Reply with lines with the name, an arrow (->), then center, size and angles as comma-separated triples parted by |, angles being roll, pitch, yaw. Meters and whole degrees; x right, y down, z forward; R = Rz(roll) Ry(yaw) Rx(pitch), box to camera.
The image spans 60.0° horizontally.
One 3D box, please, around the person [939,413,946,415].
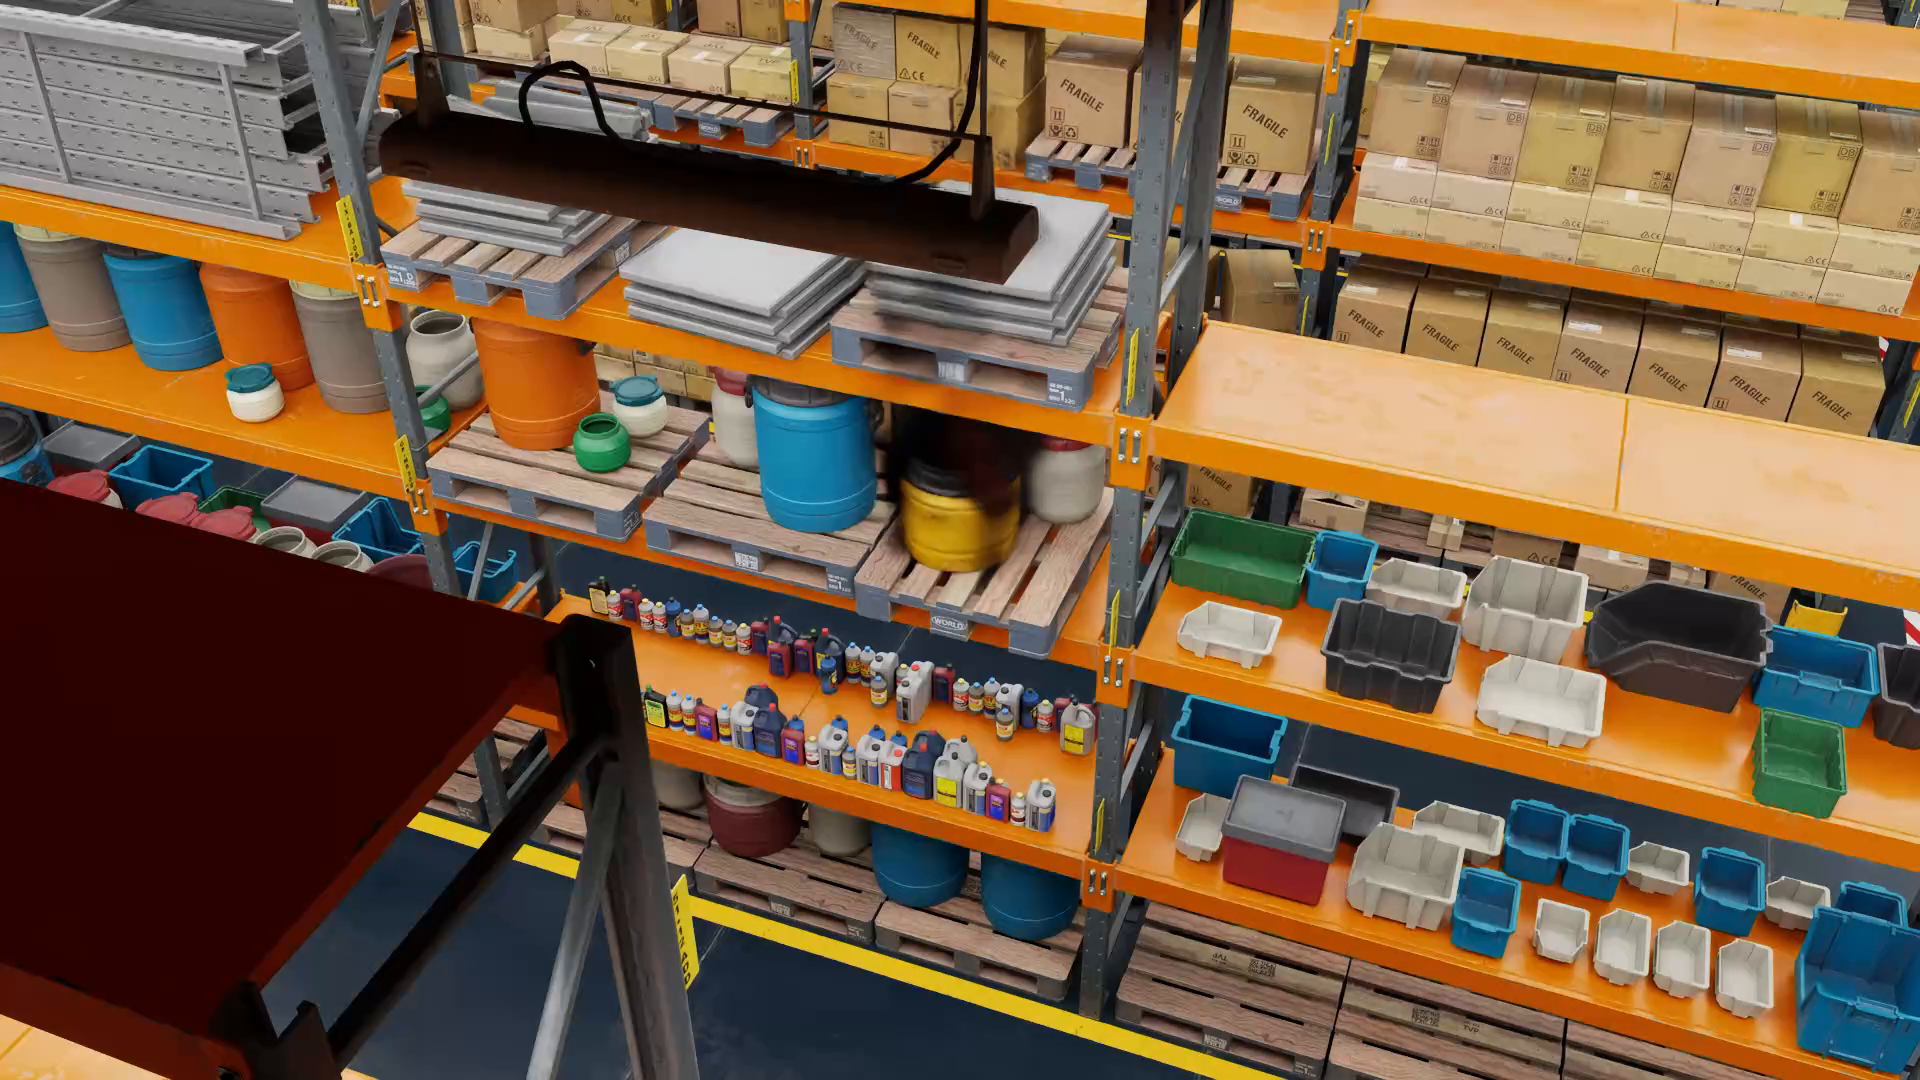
person -> -0.068, -0.266, 11.850 | 0.892, 1.764, 0.672 | 7, 37, 10
